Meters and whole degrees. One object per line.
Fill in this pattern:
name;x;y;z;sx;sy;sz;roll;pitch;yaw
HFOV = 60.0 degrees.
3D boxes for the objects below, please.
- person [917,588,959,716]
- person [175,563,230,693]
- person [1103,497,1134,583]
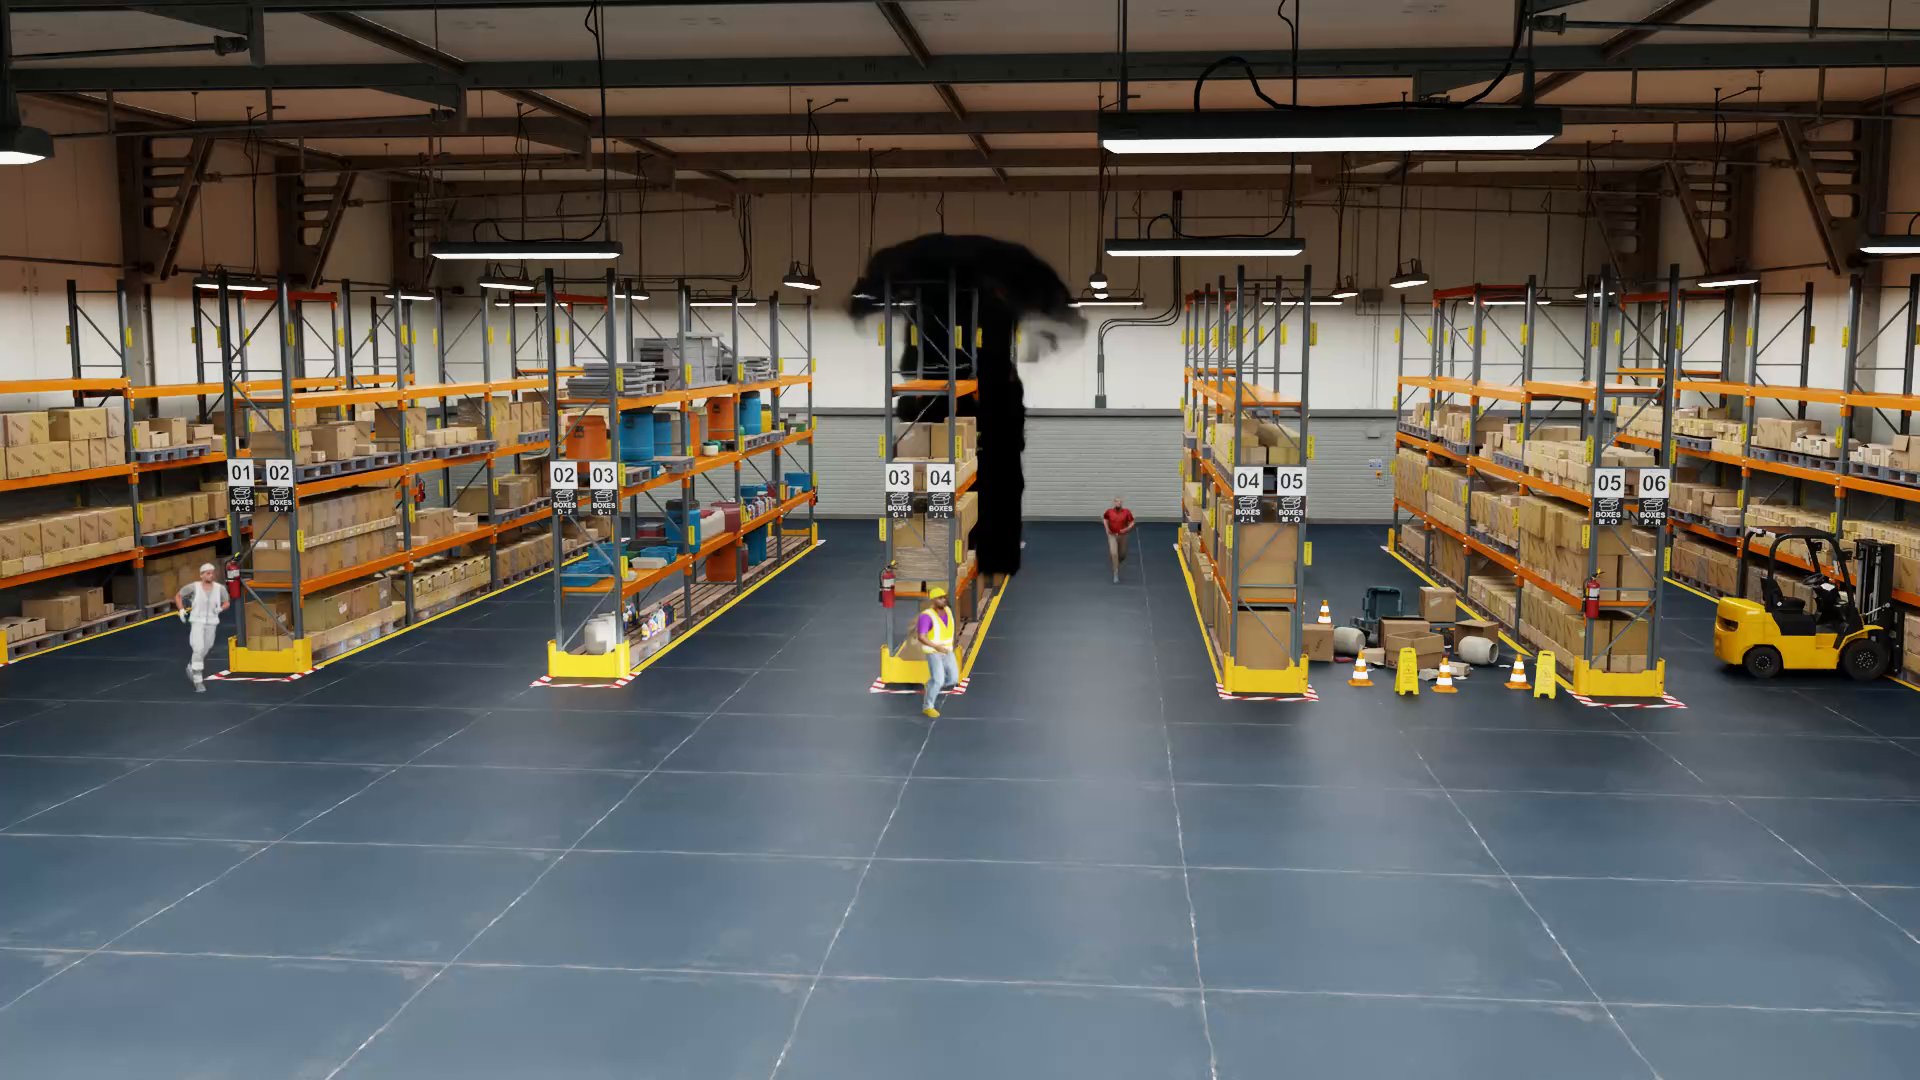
person;-0.244;1.484;22.047;0.734;1.723;0.595;-7;10;-43
person;-10.857;1.233;23.921;0.696;1.809;0.930;-6;9;-42
person;3.303;-0.021;34.517;0.629;1.743;1.100;0;7;-3
